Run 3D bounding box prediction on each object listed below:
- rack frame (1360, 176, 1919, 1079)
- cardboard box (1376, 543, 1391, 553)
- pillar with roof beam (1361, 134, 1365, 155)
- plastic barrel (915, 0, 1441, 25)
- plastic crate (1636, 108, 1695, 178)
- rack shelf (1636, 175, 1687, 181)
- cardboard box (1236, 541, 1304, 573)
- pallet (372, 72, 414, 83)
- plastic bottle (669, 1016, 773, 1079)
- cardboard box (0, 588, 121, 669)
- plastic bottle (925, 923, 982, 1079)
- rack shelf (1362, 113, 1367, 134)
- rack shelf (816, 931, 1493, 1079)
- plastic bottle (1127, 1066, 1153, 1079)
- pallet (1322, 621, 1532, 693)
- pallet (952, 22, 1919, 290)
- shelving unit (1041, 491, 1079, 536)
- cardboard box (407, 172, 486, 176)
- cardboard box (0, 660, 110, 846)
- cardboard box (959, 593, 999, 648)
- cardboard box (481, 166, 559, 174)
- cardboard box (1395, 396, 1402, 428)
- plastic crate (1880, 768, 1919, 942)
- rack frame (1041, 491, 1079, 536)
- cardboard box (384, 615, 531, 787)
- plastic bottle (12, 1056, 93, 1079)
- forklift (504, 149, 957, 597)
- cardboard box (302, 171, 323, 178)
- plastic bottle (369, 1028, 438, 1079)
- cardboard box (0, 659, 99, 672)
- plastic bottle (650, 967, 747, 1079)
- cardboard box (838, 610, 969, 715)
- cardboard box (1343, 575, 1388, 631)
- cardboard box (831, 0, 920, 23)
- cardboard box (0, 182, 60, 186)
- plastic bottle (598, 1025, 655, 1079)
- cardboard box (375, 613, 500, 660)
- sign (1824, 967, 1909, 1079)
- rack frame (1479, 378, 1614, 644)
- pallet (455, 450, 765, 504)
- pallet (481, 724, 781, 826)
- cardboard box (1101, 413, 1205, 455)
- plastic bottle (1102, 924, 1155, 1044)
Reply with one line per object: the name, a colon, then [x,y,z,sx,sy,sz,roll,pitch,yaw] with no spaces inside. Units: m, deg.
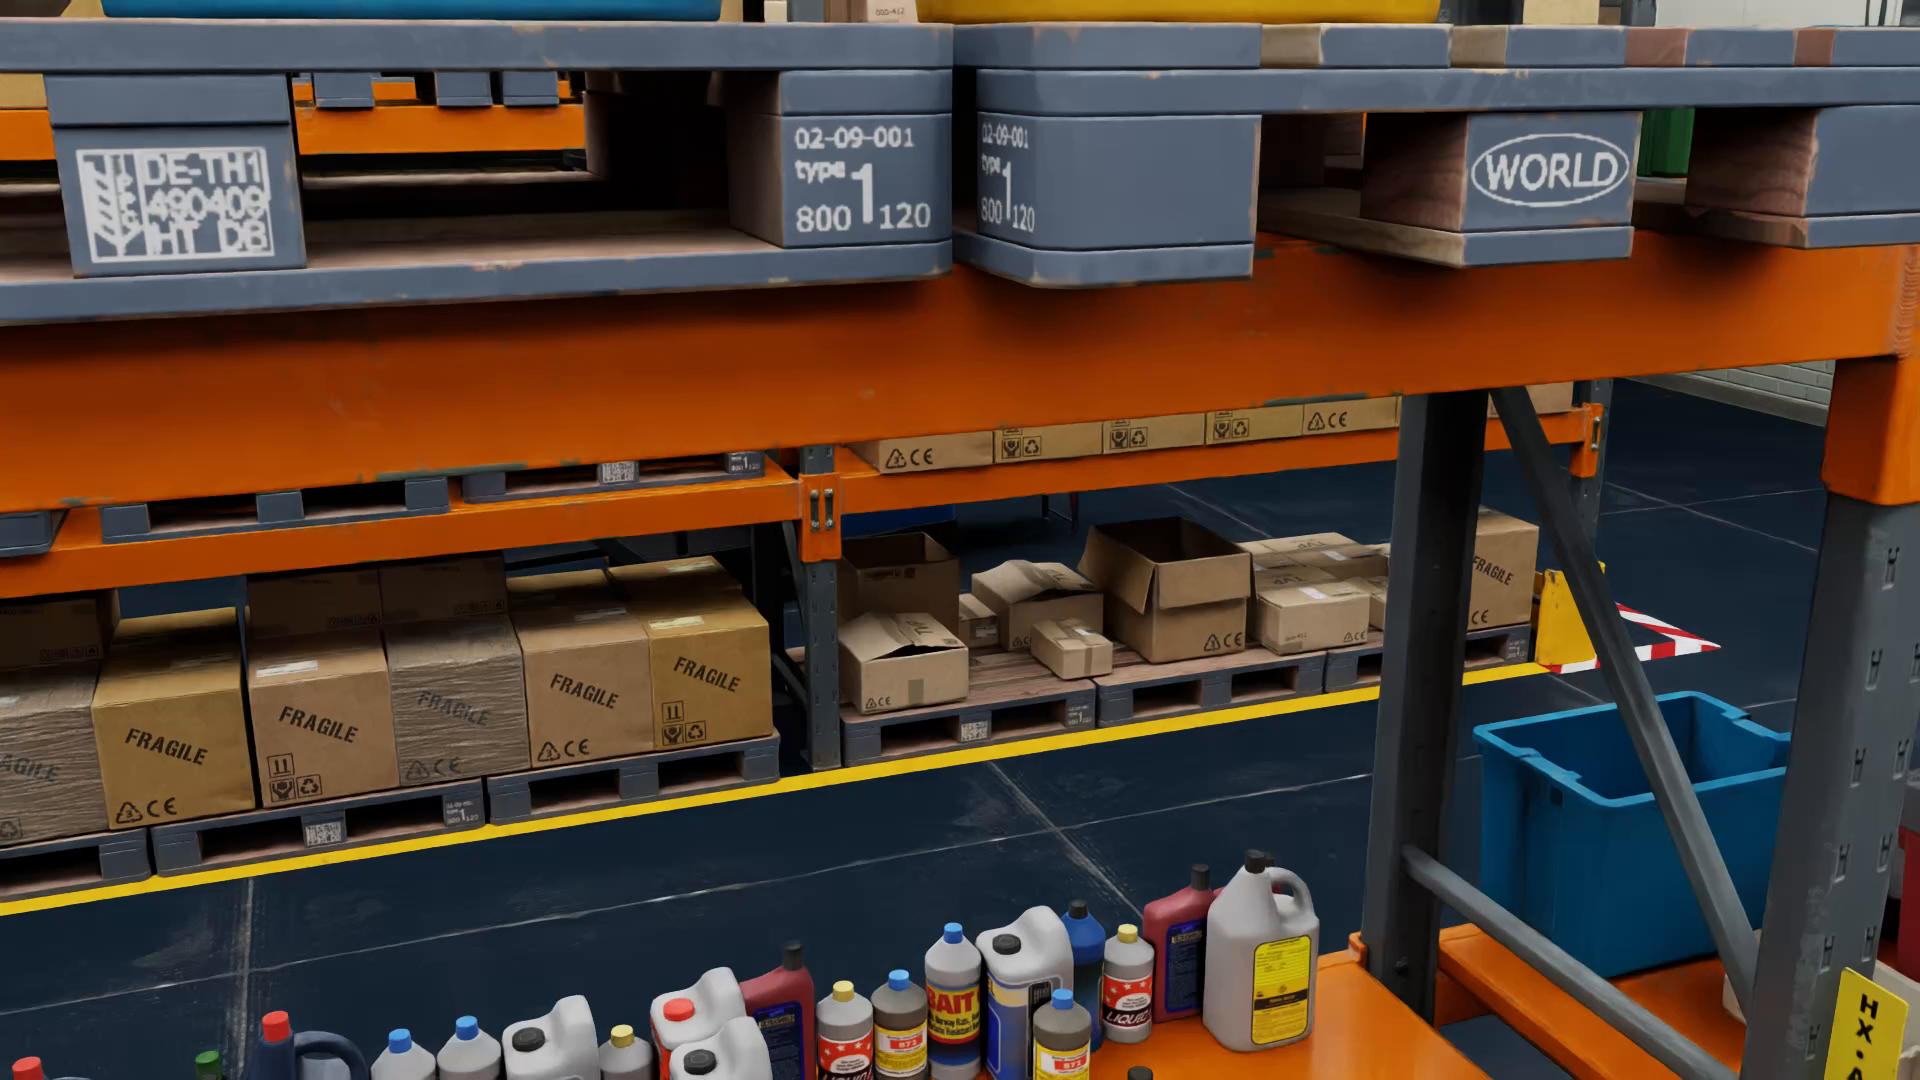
rack frame: [1.017,0.733,2.780,0.127,3.000,1.000,-6,17,-20]
cardboard box: [2.469,0.134,9.096,0.250,0.149,0.380,-6,17,-20]
pillar with roof beam: [4.959,-4.523,10.029,0.400,9.000,9.100,-6,17,-20]
plastic barrel: [0.237,-0.853,1.776,0.600,0.588,0.600,0,16,0]
plastic crate: [1.304,-0.727,2.803,0.662,0.188,0.450,-6,17,-20]
rack shelf: [2.885,-0.563,3.145,4.000,0.370,1.077,-6,17,-20]
cardboard box: [1.440,0.215,8.642,0.500,0.250,0.500,-6,17,-20]
pallet: [-3.366,-3.116,10.901,1.217,0.209,0.805,-7,18,-22]
plastic bottle: [-0.362,0.872,2.525,0.135,0.276,0.152,-6,17,-20]
cardboard box: [-3.647,0.298,6.585,0.500,0.250,0.500,-5,17,-18]
plastic bottle: [-0.011,0.782,2.839,0.097,0.271,0.097,0,16,0]
rack shelf: [1.116,-1.867,7.584,4.000,0.370,1.077,-6,17,-20]
rack shelf: [-0.851,1.279,2.194,4.000,0.370,1.077,-6,17,-20]
plastic bottle: [0.224,0.897,2.307,0.185,0.351,0.144,-6,17,-20]
pallet: [2.168,0.452,8.685,1.213,0.211,1.003,-6,17,-20]
pallet: [0.320,-0.511,2.027,1.003,0.211,1.213,-6,17,-20]
shelving unit: [0.179,-0.576,10.557,1.048,1.125,0.538,-7,17,-21]
cardboard box: [-3.353,-2.271,10.935,0.500,0.250,0.500,-6,17,-19]
cardboard box: [-3.473,0.796,6.221,0.500,0.500,0.500,-7,18,-22]
cardboard box: [0.007,0.400,8.191,0.250,0.149,0.380,-6,17,-20]
cardboard box: [-3.051,-2.456,11.567,0.500,0.250,0.500,-6,17,-18]
cardboard box: [2.179,-0.852,7.999,0.500,0.500,0.500,-6,17,-20]
plastic crate: [1.966,0.652,3.435,0.590,0.125,0.437,-6,17,-20]
rack frame: [0.650,-0.630,10.741,0.032,1.125,0.500,-7,17,-21]
cardboard box: [-2.043,0.641,6.749,0.500,0.500,0.500,-6,17,-19]
plastic bottle: [-1.262,0.886,2.344,0.185,0.351,0.144,-6,17,-20]
forklift: [-1.544,-1.144,9.291,3.031,2.935,1.130,-10,19,-30]
cardboard box: [-4.492,-2.298,11.029,0.500,0.250,0.500,-7,18,-21]
plastic bottle: [-0.842,0.872,2.534,0.097,0.271,0.097,0,16,0]
cardboard box: [-3.698,0.665,6.667,0.500,0.500,0.500,-5,17,-18]
plastic bottle: [-0.416,0.832,2.662,0.135,0.276,0.152,-6,17,-20]
cardboard box: [-0.283,0.523,7.486,0.500,0.311,0.500,-6,17,-20]
cardboard box: [2.153,0.311,8.464,0.250,0.166,0.380,-6,17,-20]
cardboard box: [-0.209,-2.162,6.691,0.500,0.250,0.500,-6,17,-20]
cardboard box: [-5.720,-2.012,10.053,0.500,0.250,0.500,-6,17,-19]
plastic bottle: [-0.534,0.872,2.657,0.097,0.201,0.097,0,16,0]
cardboard box: [-2.254,0.507,7.203,0.500,0.500,0.500,-6,17,-19]
sign: [1.212,0.745,2.247,0.005,0.325,0.100,-6,17,-20]
rack frame: [2.983,-0.974,8.592,0.127,3.000,1.000,-6,17,-20]
pallet: [-1.537,-0.427,7.069,1.213,0.211,1.003,-6,17,-20]
pallet: [-1.498,0.859,7.299,1.213,0.211,1.003,-6,17,-20]
cardboard box: [0.766,-0.701,7.484,0.500,0.500,0.500,-6,17,-20]
plastic bottle: [0.296,0.783,2.962,0.097,0.201,0.097,0,16,0]
